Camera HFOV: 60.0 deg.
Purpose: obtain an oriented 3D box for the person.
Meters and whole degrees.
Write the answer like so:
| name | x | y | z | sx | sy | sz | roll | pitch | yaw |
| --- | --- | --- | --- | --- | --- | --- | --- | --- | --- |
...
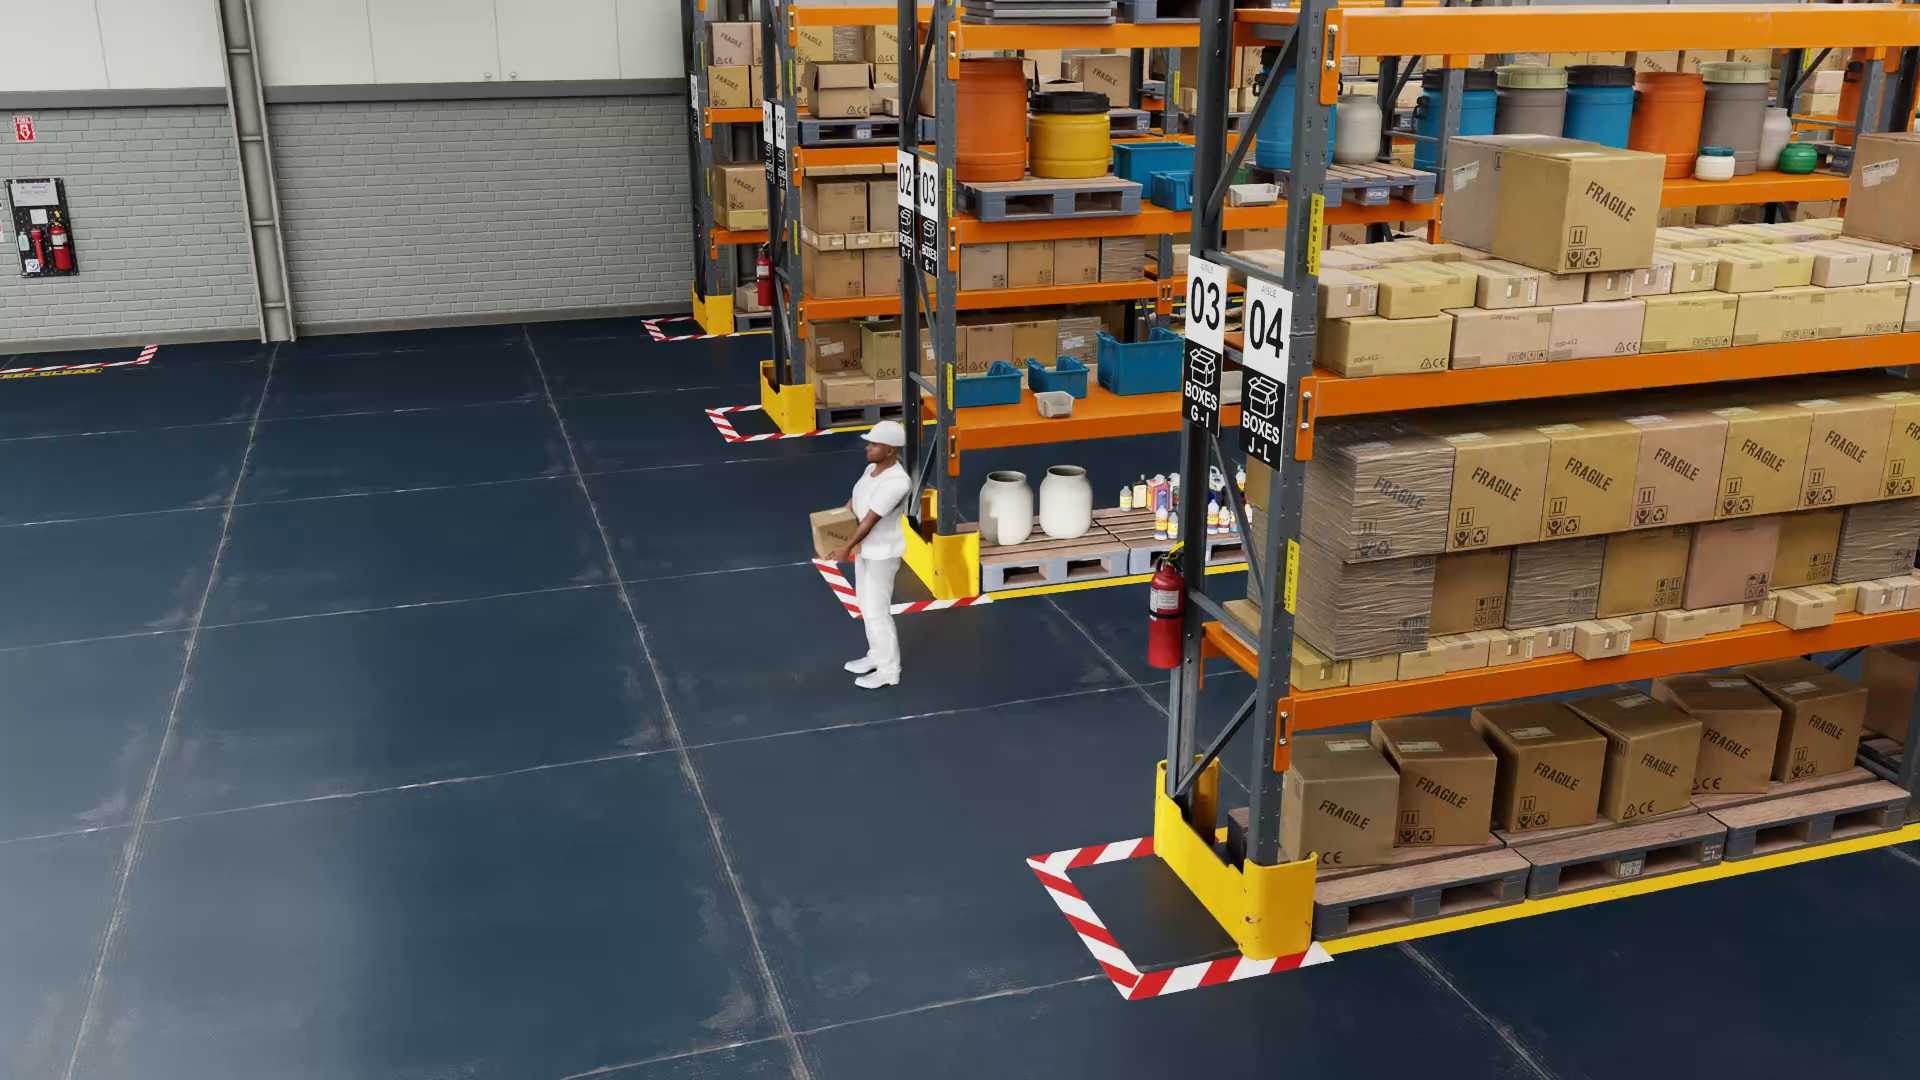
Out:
| name | x | y | z | sx | sy | sz | roll | pitch | yaw |
| --- | --- | --- | --- | --- | --- | --- | --- | --- | --- |
| person | -0.617 | 0.091 | 10.777 | 0.577 | 1.760 | 0.503 | -6 | 20 | -17 |
